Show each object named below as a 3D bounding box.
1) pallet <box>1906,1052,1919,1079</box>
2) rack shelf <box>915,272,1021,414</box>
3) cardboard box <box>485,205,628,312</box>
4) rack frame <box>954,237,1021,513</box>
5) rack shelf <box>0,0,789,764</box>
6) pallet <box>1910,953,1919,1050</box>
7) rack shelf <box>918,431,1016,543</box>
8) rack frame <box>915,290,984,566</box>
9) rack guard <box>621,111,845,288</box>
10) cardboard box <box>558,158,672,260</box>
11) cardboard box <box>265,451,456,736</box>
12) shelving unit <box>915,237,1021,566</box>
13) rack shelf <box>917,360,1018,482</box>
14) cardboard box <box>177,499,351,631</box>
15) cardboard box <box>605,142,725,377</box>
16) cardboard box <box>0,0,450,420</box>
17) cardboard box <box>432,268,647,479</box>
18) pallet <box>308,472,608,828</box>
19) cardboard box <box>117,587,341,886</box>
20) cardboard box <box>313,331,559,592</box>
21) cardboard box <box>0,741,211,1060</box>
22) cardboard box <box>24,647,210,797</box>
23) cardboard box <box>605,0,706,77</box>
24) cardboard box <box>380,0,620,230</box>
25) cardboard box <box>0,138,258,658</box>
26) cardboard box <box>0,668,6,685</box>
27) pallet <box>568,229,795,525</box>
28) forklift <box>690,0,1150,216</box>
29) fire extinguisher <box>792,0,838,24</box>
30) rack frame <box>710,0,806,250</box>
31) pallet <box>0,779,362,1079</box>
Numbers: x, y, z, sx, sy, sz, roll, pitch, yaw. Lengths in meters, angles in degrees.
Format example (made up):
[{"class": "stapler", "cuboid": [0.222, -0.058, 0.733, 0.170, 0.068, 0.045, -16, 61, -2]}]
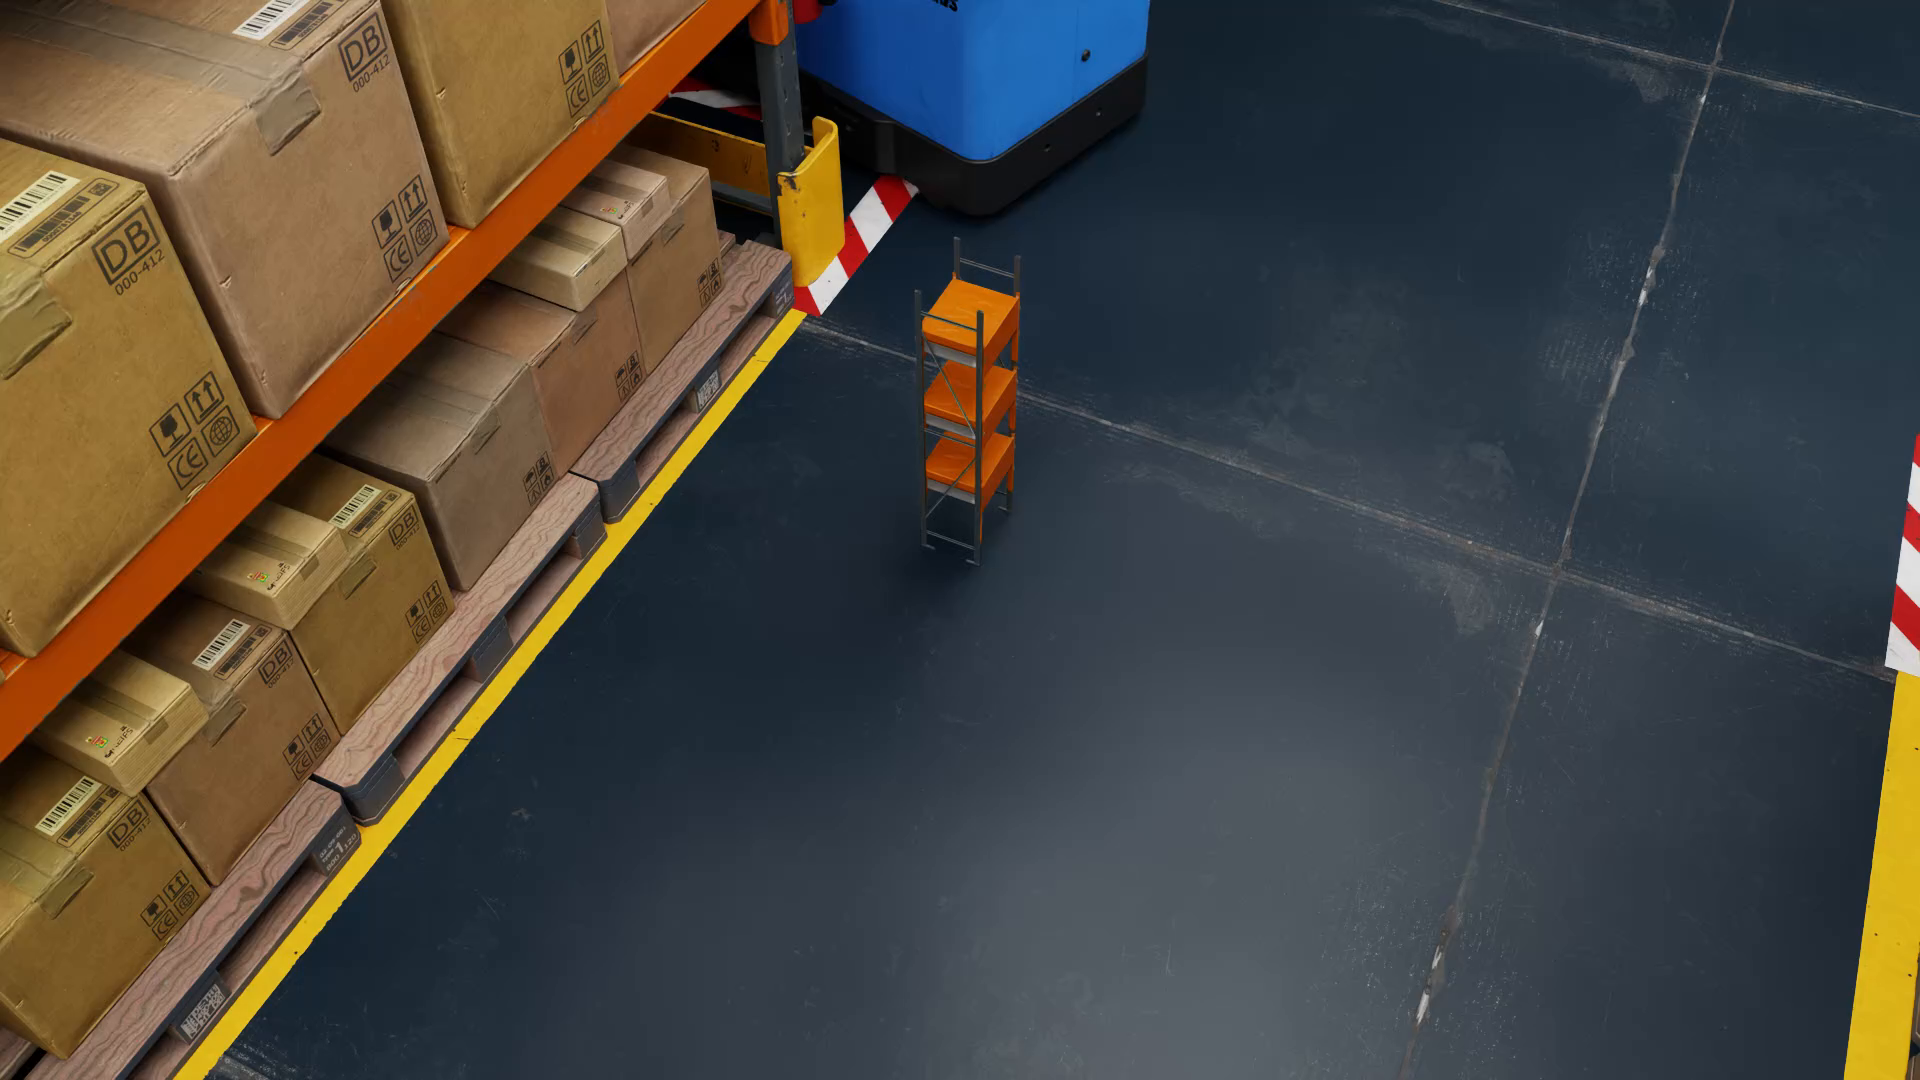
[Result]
[{"class": "pallet", "cuboid": [2.568, 1.789, 3.590, 1.003, 0.211, 1.213, 20, 52, 16]}, {"class": "rack shelf", "cuboid": [0.023, -0.554, 4.673, 0.215, 0.259, 0.240, 20, 52, 16]}, {"class": "cardboard box", "cuboid": [-1.225, -0.861, 4.952, 0.380, 0.149, 0.250, 21, 53, 17]}, {"class": "rack frame", "cuboid": [0.075, -0.461, 4.953, 0.200, 1.050, 0.008, 20, 52, 16]}, {"class": "rack shelf", "cuboid": [-1.872, -0.553, 4.223, 1.077, 0.370, 4.000, 20, 52, 16]}, {"class": "pallet", "cuboid": [3.090, 0.952, 4.302, 1.003, 0.211, 1.213, 20, 52, 16]}, {"class": "rack shelf", "cuboid": [0.023, -0.190, 5.101, 0.215, 0.259, 0.240, 20, 52, 16]}, {"class": "rack frame", "cuboid": [-0.029, -0.293, 4.810, 0.200, 1.050, 0.008, 20, 52, 16]}, {"class": "rack guard", "cuboid": [-1.008, -1.369, 6.087, 1.175, 0.500, 0.348, 20, 52, 16]}, {"class": "cardboard box", "cuboid": [-1.117, -1.037, 5.102, 0.380, 0.149, 0.250, 19, 52, 16]}, {"class": "cardboard box", "cuboid": [-1.876, 0.086, 4.573, 0.700, 0.500, 0.500, 21, 53, 17]}, {"class": "shelving unit", "cuboid": [0.023, -0.377, 4.882, 0.215, 1.050, 0.252, 20, 52, 16]}, {"class": "rack shelf", "cuboid": [0.023, -0.370, 4.890, 0.215, 0.259, 0.240, 20, 52, 16]}, {"class": "cardboard box", "cuboid": [-1.780, 0.038, 4.188, 0.380, 0.149, 0.250, 18, 52, 15]}, {"class": "cardboard box", "cuboid": [-1.226, -0.974, 5.475, 0.700, 0.500, 0.500, 20, 52, 16]}, {"class": "cardboard box", "cuboid": [-1.861, -0.879, 3.831, 0.980, 0.700, 0.700, 18, 52, 14]}, {"class": "cardboard box", "cuboid": [-1.440, -0.630, 5.182, 0.700, 0.500, 0.500, 20, 52, 16]}, {"class": "pallet", "cuboid": [-1.811, 0.154, 4.980, 1.003, 0.211, 1.213, 20, 52, 16]}, {"class": "cardboard box", "cuboid": [-2.097, 0.439, 4.272, 0.700, 0.500, 0.500, 19, 52, 16]}, {"class": "cardboard box", "cuboid": [-1.654, -0.283, 4.887, 0.700, 0.500, 0.500, 18, 52, 15]}, {"class": "cardboard box", "cuboid": [-2.314, 0.784, 3.979, 0.700, 0.500, 0.500, 20, 53, 17]}, {"class": "cardboard box", "cuboid": [-2.003, 0.397, 3.882, 0.380, 0.149, 0.250, 21, 53, 17]}, {"class": "cardboard box", "cuboid": [-1.227, -1.906, 4.705, 0.980, 0.700, 0.700, 22, 53, 18]}, {"class": "cardboard box", "cuboid": [-1.527, -1.401, 4.276, 0.980, 0.700, 0.700, 19, 52, 16]}, {"class": "cardboard box", "cuboid": [-2.163, -0.375, 3.402, 0.980, 0.700, 0.700, 19, 52, 15]}, {"class": "cardboard box", "cuboid": [-2.480, 0.126, 2.976, 0.980, 0.700, 0.700, 21, 53, 17]}, {"class": "pallet", "cuboid": [-1.289, -0.683, 5.693, 1.003, 0.211, 1.213, 20, 52, 16]}, {"class": "forklift", "cuboid": [-0.695, -3.144, 6.000, 3.031, 2.935, 1.130, 35, 58, 26]}, {"class": "fire extinguisher", "cuboid": [-0.536, -1.971, 5.253, 0.296, 0.674, 0.183, 20, 52, 16]}, {"class": "rack frame", "cuboid": [-1.018, -2.163, 5.121, 1.000, 3.000, 0.127, 20, 52, 16]}, {"class": "pallet", "cuboid": [-2.331, 0.997, 4.263, 1.003, 0.211, 1.213, 20, 52, 16]}]
